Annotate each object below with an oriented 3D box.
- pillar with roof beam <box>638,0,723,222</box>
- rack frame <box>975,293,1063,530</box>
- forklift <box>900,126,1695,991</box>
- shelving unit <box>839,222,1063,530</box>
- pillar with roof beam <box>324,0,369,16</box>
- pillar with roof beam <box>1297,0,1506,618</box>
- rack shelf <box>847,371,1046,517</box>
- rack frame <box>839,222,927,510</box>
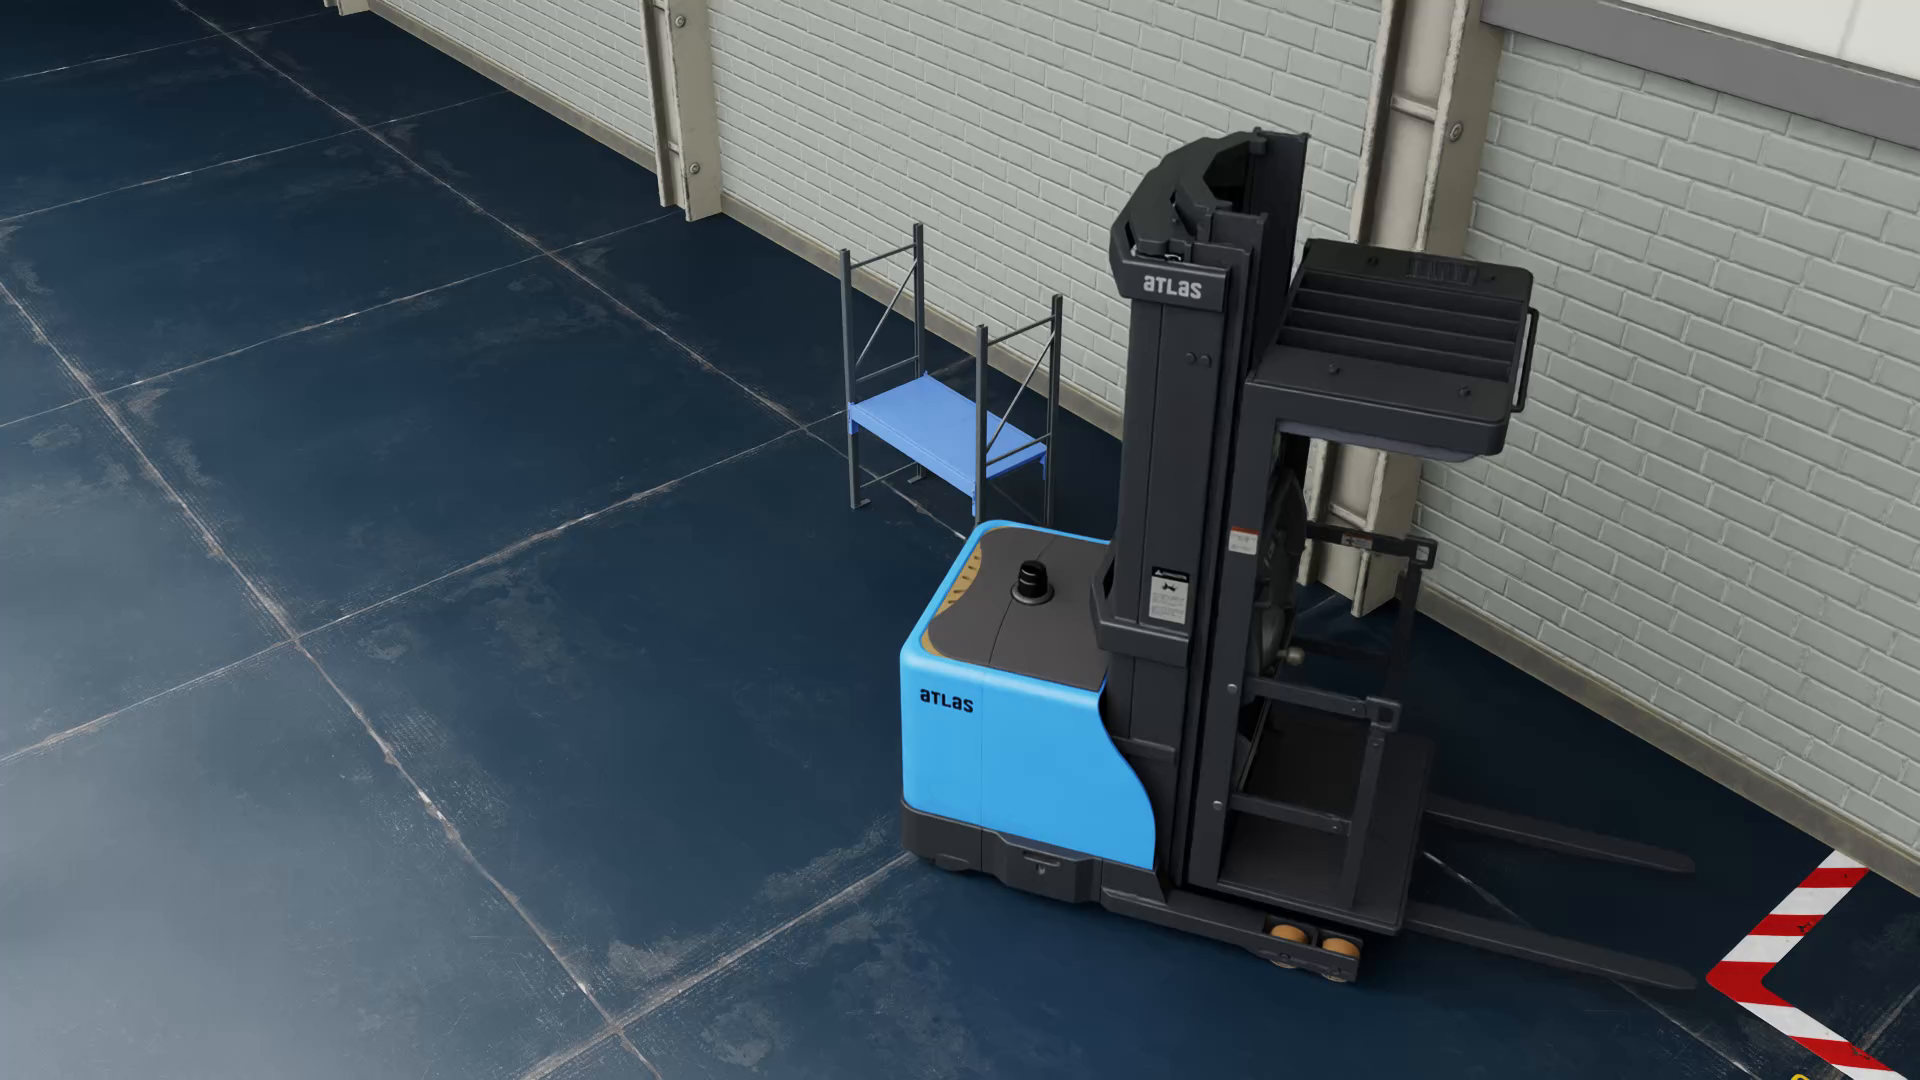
[{"bbox_3d":[-5.224,-4.478,7.188,9.100,9.000,0.400,-26,43,-32],"label":"pillar with roof beam"},{"bbox_3d":[0.273,-0.425,7.954,0.500,1.500,0.032,-26,43,-32],"label":"rack frame"},{"bbox_3d":[1.332,0.126,5.937,3.031,2.935,1.130,12,37,16],"label":"forklift"},{"bbox_3d":[-0.055,-0.650,8.271,0.538,1.500,1.048,-26,43,-32],"label":"shelving unit"},{"bbox_3d":[-9.096,-7.127,10.928,9.100,9.000,0.400,-26,43,-32],"label":"pillar with roof beam"},{"bbox_3d":[-1.352,-1.829,3.448,9.100,9.000,0.400,-26,43,-32],"label":"pillar with roof beam"},{"bbox_3d":[-0.055,-0.503,8.375,0.538,0.185,1.000,-26,43,-32],"label":"rack shelf"},{"bbox_3d":[-0.383,-0.874,8.588,0.500,1.500,0.032,-26,43,-32],"label":"rack frame"}]
